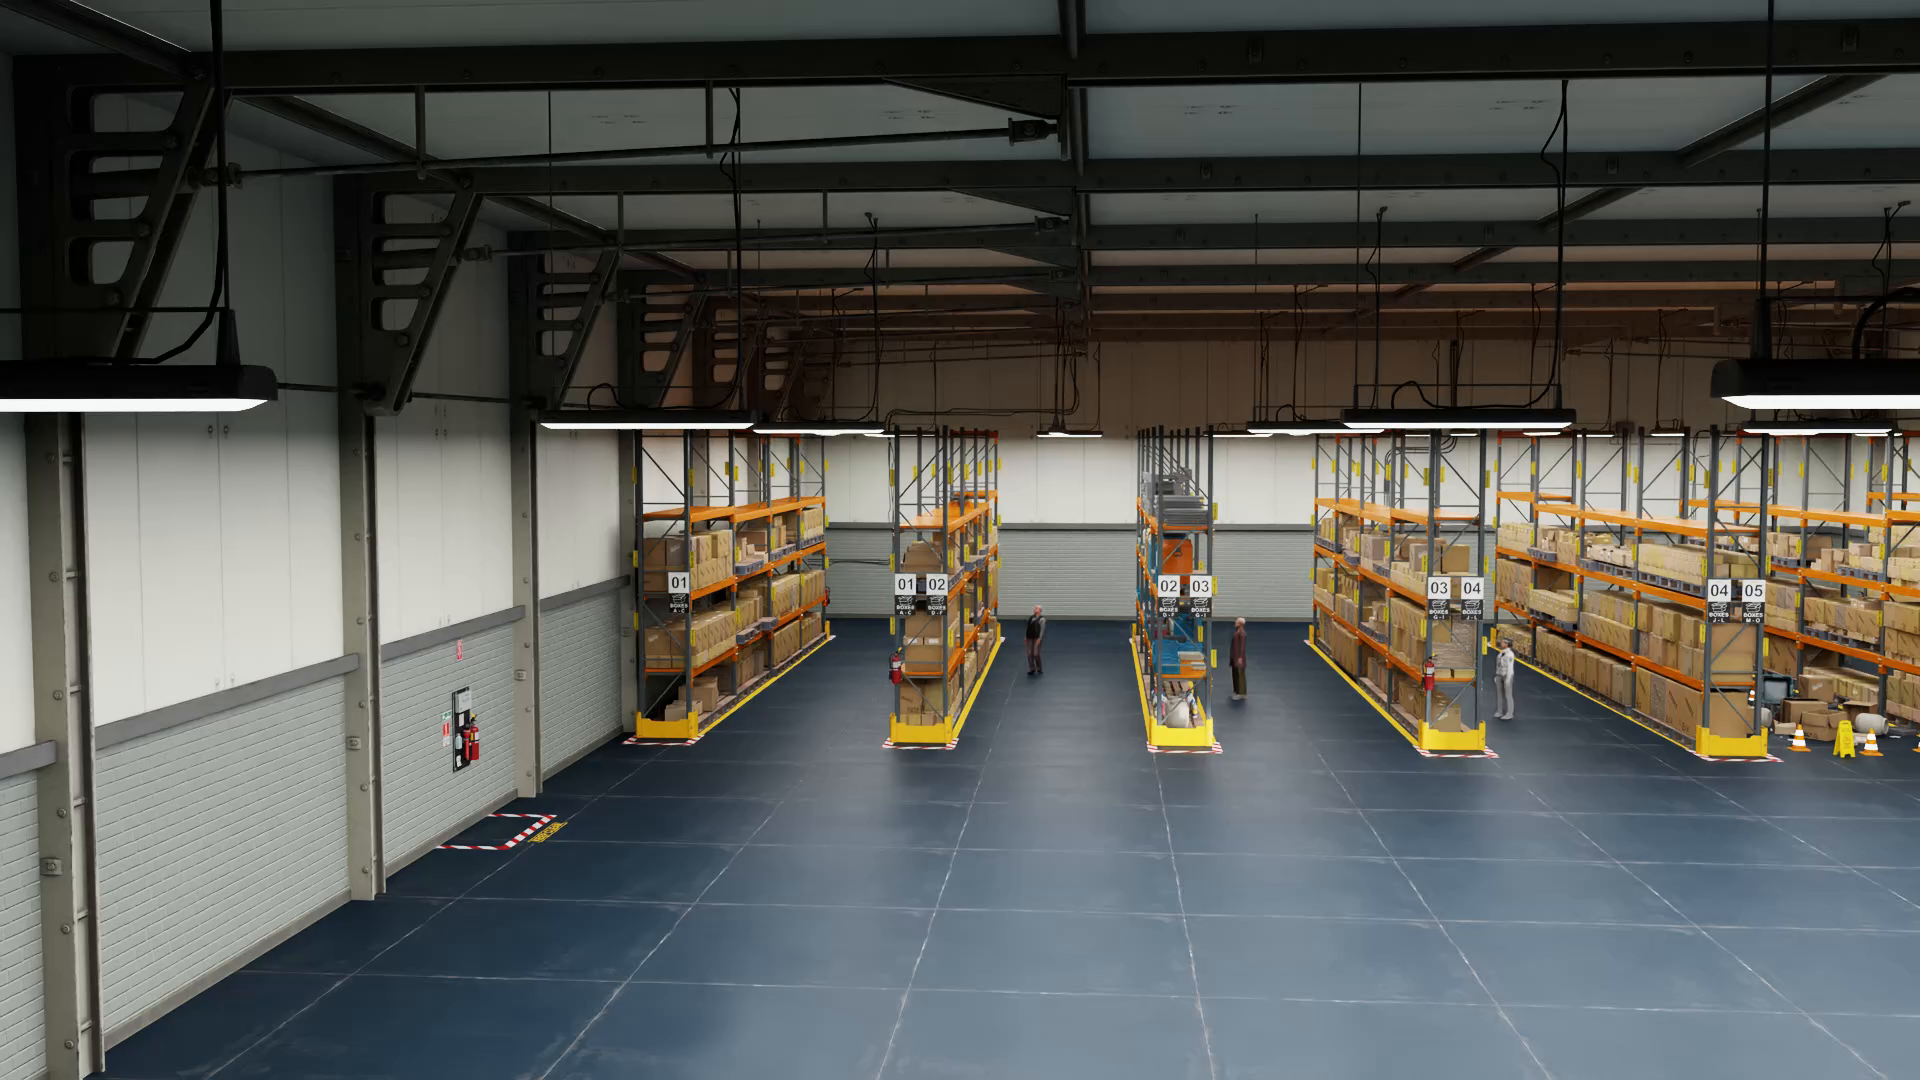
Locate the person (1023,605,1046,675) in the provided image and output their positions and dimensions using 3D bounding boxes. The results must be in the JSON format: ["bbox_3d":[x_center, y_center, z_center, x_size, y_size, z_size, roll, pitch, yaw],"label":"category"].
[{"bbox_3d":[1.818,2.461,40.707,0.581,1.739,0.468,2,4,32],"label":"person"}]

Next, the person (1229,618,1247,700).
[{"bbox_3d":[6.138,2.616,36.881,0.488,1.784,0.605,-1,4,-18],"label":"person"}]

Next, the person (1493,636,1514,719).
[{"bbox_3d":[11.199,2.816,34.204,0.391,1.695,0.515,-1,4,-23],"label":"person"}]

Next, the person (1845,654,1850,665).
[{"bbox_3d":[22.438,2.328,42.317,0.448,1.684,0.509,3,5,41],"label":"person"}]
